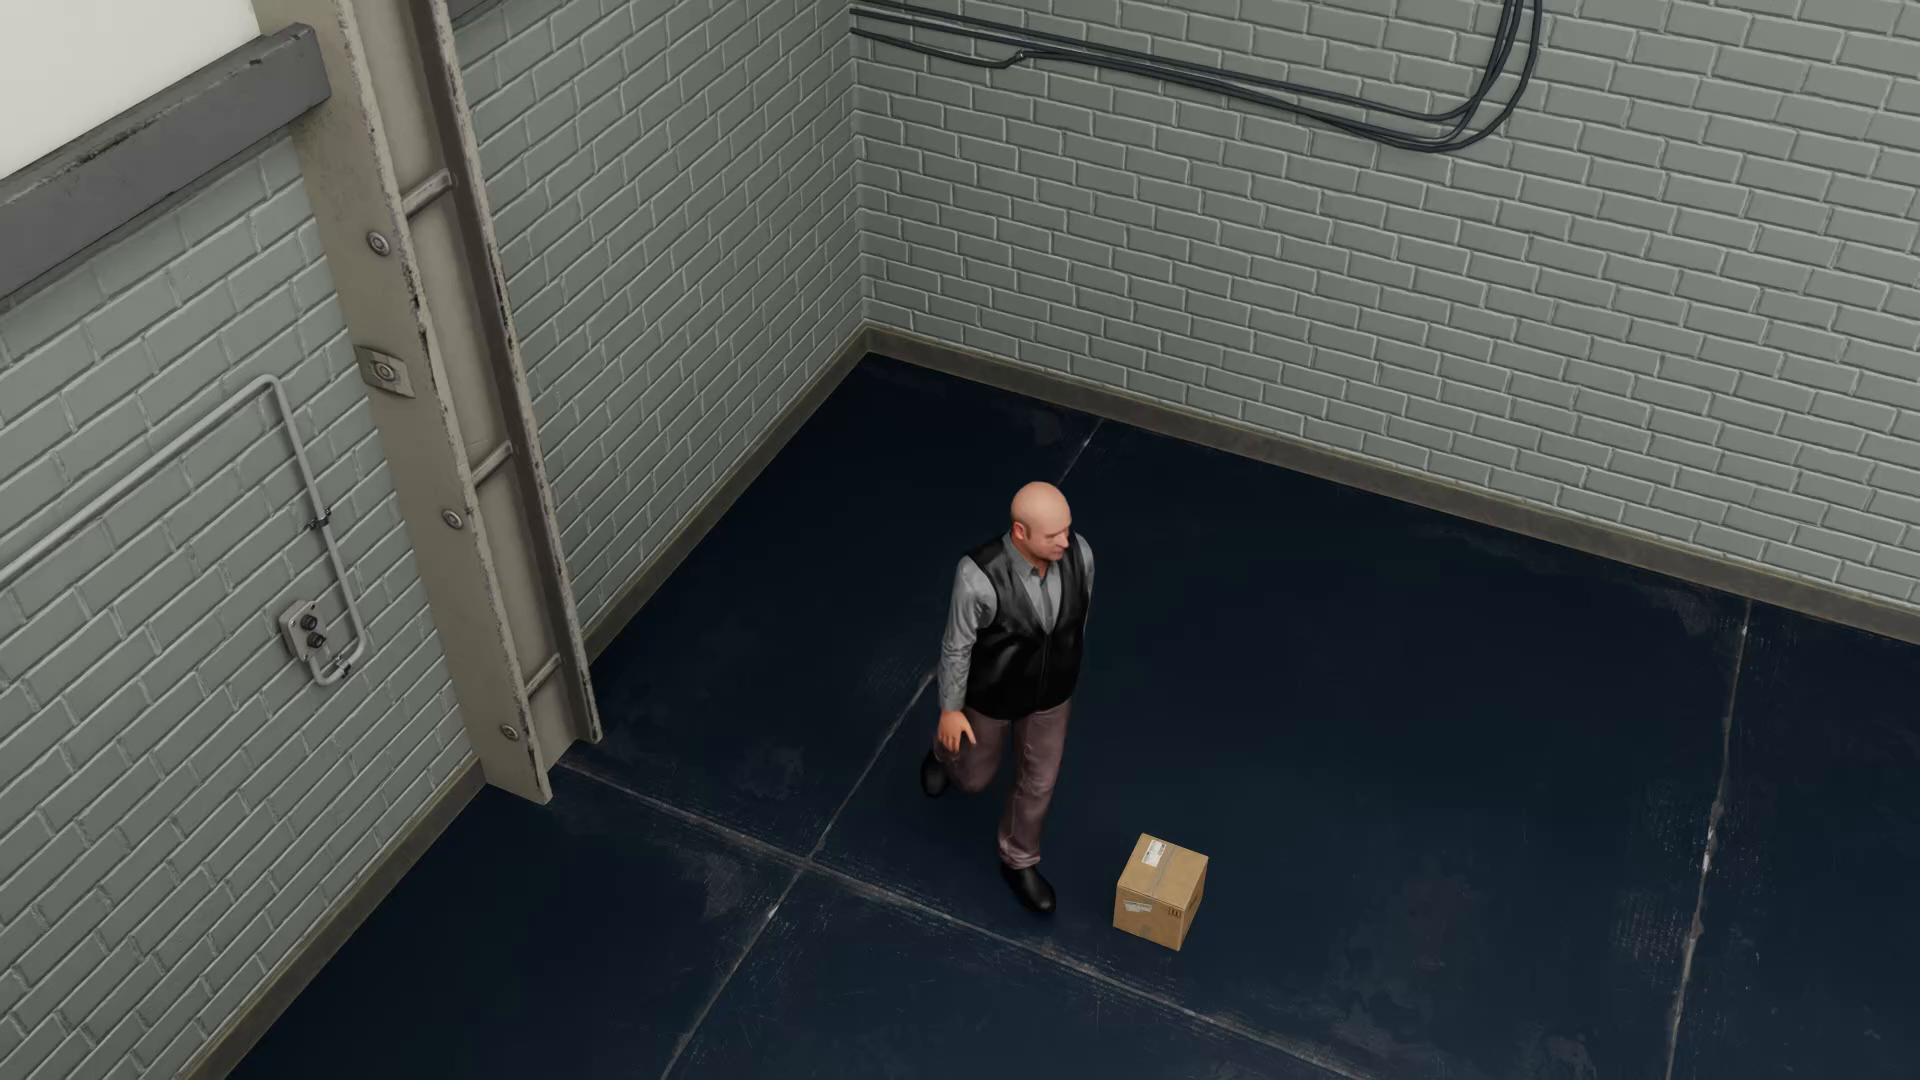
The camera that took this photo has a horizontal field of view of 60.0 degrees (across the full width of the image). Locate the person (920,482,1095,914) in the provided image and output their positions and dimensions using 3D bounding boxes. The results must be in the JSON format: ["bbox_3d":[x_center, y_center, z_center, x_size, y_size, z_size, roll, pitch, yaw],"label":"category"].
[{"bbox_3d":[0.158,0.471,5.649,0.603,1.712,0.811,-17,44,-18],"label":"person"}]
